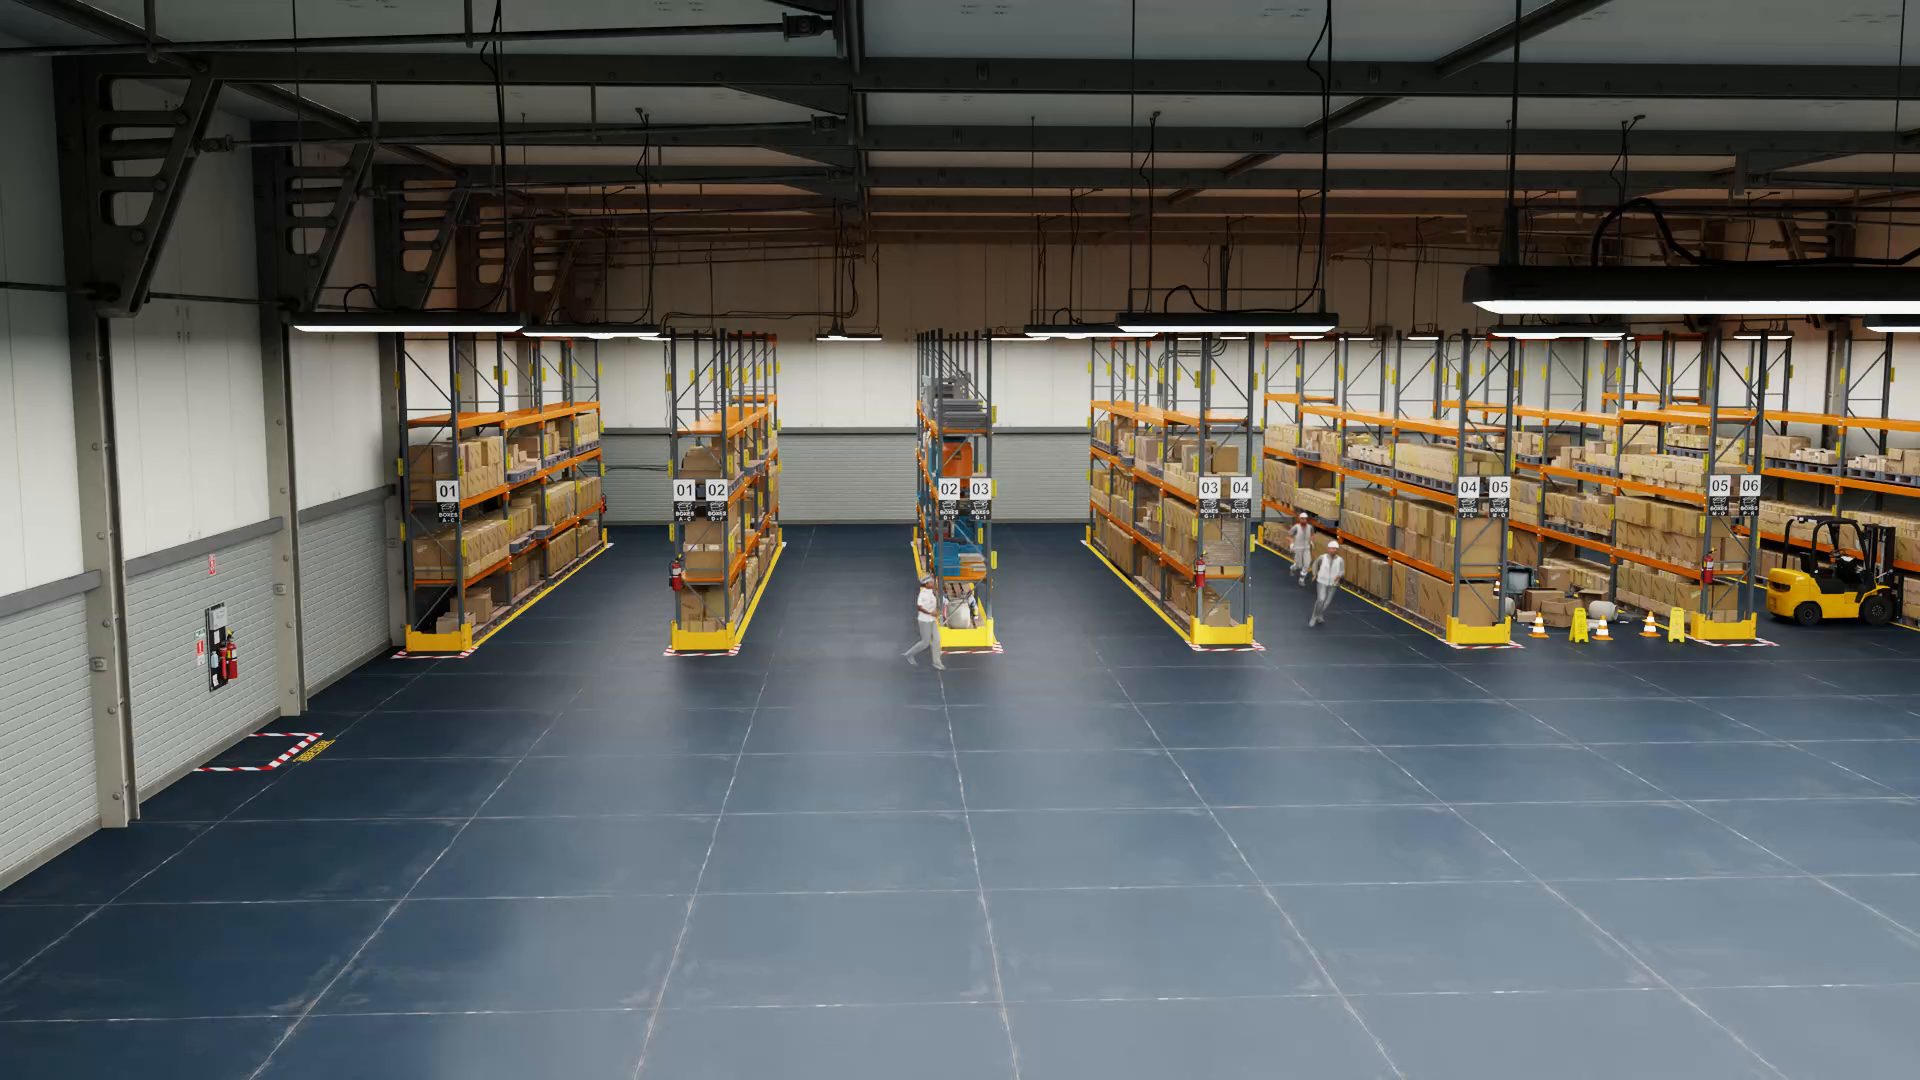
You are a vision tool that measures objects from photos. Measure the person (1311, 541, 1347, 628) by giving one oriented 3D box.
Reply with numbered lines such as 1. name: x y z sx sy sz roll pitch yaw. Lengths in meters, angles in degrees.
1. person: 7.439 0.877 33.682 0.733 1.741 0.820 0 7 0

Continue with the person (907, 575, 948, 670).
1. person: -0.575 1.461 29.330 0.744 1.715 0.627 2 7 14

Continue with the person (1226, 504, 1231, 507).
1. person: 7.542 -0.726 47.778 0.574 1.697 0.852 2 7 15

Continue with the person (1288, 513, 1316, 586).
1. person: 8.132 0.215 39.565 0.690 1.735 0.626 -2 7 -13
